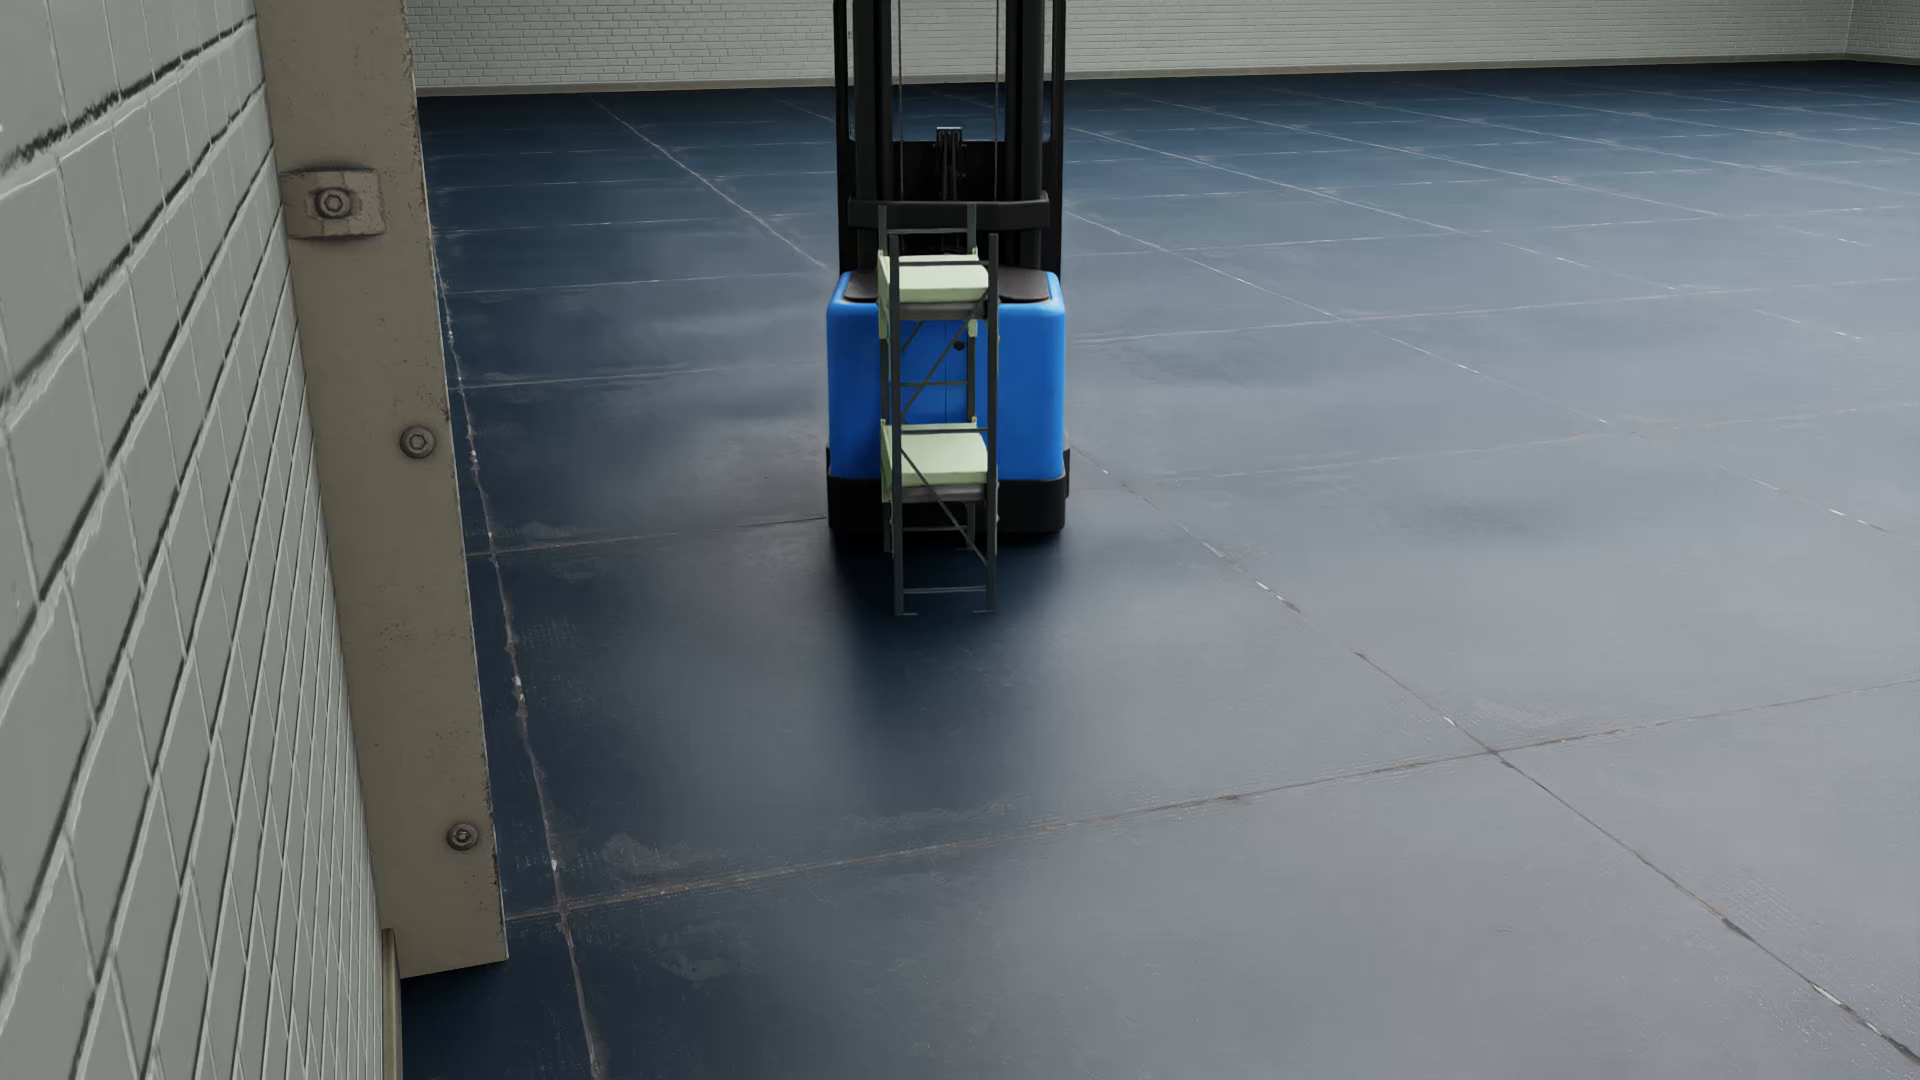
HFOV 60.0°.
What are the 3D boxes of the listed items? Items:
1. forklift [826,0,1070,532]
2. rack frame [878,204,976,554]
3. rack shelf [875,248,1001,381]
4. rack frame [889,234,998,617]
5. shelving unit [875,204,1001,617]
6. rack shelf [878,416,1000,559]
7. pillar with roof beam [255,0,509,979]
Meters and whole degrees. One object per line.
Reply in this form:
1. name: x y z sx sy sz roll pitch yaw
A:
1. forklift: -0.046 -1.857 8.252 1.130 2.935 3.031 0 20 1
2. rack frame: -0.134 -0.657 7.027 0.400 1.500 0.023 -2 20 -6
3. rack shelf: -0.097 -0.901 6.552 0.431 0.370 0.720 -2 20 -6
4. rack frame: -0.059 -0.411 6.341 0.400 1.500 0.023 -2 20 -6
5. shelving unit: -0.097 -0.534 6.684 0.431 1.500 0.755 -2 20 -6
6. rack shelf: -0.097 -0.227 6.794 0.431 0.370 0.720 -2 20 -6
7. pillar with roof beam: 2.695 -3.641 4.241 9.100 9.000 0.400 -6 21 -17
